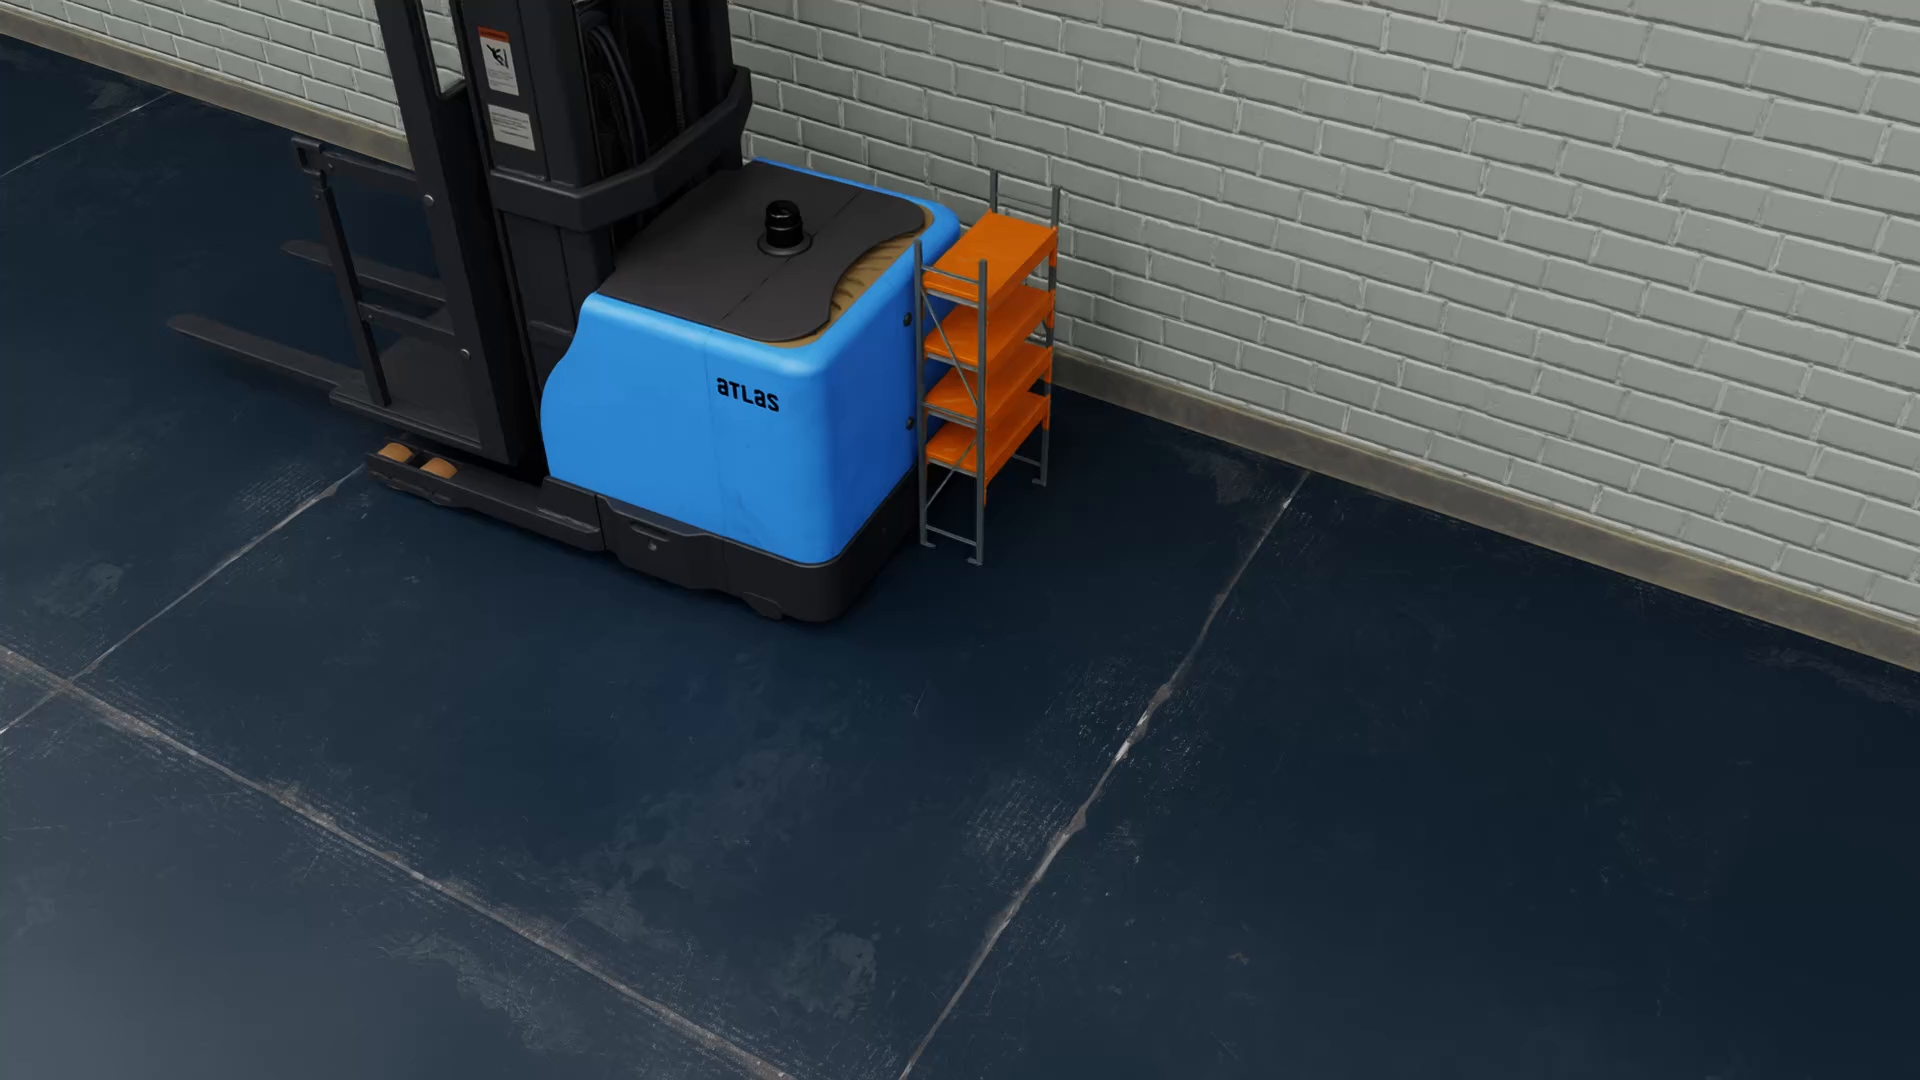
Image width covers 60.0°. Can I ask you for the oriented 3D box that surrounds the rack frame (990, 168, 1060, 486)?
[{"bbox_3d":[0.204,-0.686,5.621,0.240,1.200,0.015,20,45,21],"label":"rack frame"}]

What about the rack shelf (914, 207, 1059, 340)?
[{"bbox_3d":[0.087,-0.840,5.201,0.258,0.148,0.480,20,45,21],"label":"rack shelf"}]

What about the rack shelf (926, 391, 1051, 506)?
[{"bbox_3d":[0.087,-0.345,5.636,0.258,0.148,0.480,20,45,21],"label":"rack shelf"}]

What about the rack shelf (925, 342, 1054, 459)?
[{"bbox_3d":[0.087,-0.494,5.505,0.258,0.148,0.480,20,45,21],"label":"rack shelf"}]

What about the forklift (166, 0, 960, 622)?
[{"bbox_3d":[-1.536,-1.515,5.253,3.031,2.935,1.130,18,45,20],"label":"forklift"}]

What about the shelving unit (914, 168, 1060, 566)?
[{"bbox_3d":[0.087,-0.545,5.461,0.258,1.200,0.503,20,45,21],"label":"shelving unit"}]

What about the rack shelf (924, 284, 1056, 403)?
[{"bbox_3d":[0.087,-0.662,5.357,0.258,0.148,0.480,20,45,21],"label":"rack shelf"}]

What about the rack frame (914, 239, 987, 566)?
[{"bbox_3d":[-0.029,-0.403,5.300,0.240,1.200,0.015,20,45,21],"label":"rack frame"}]
